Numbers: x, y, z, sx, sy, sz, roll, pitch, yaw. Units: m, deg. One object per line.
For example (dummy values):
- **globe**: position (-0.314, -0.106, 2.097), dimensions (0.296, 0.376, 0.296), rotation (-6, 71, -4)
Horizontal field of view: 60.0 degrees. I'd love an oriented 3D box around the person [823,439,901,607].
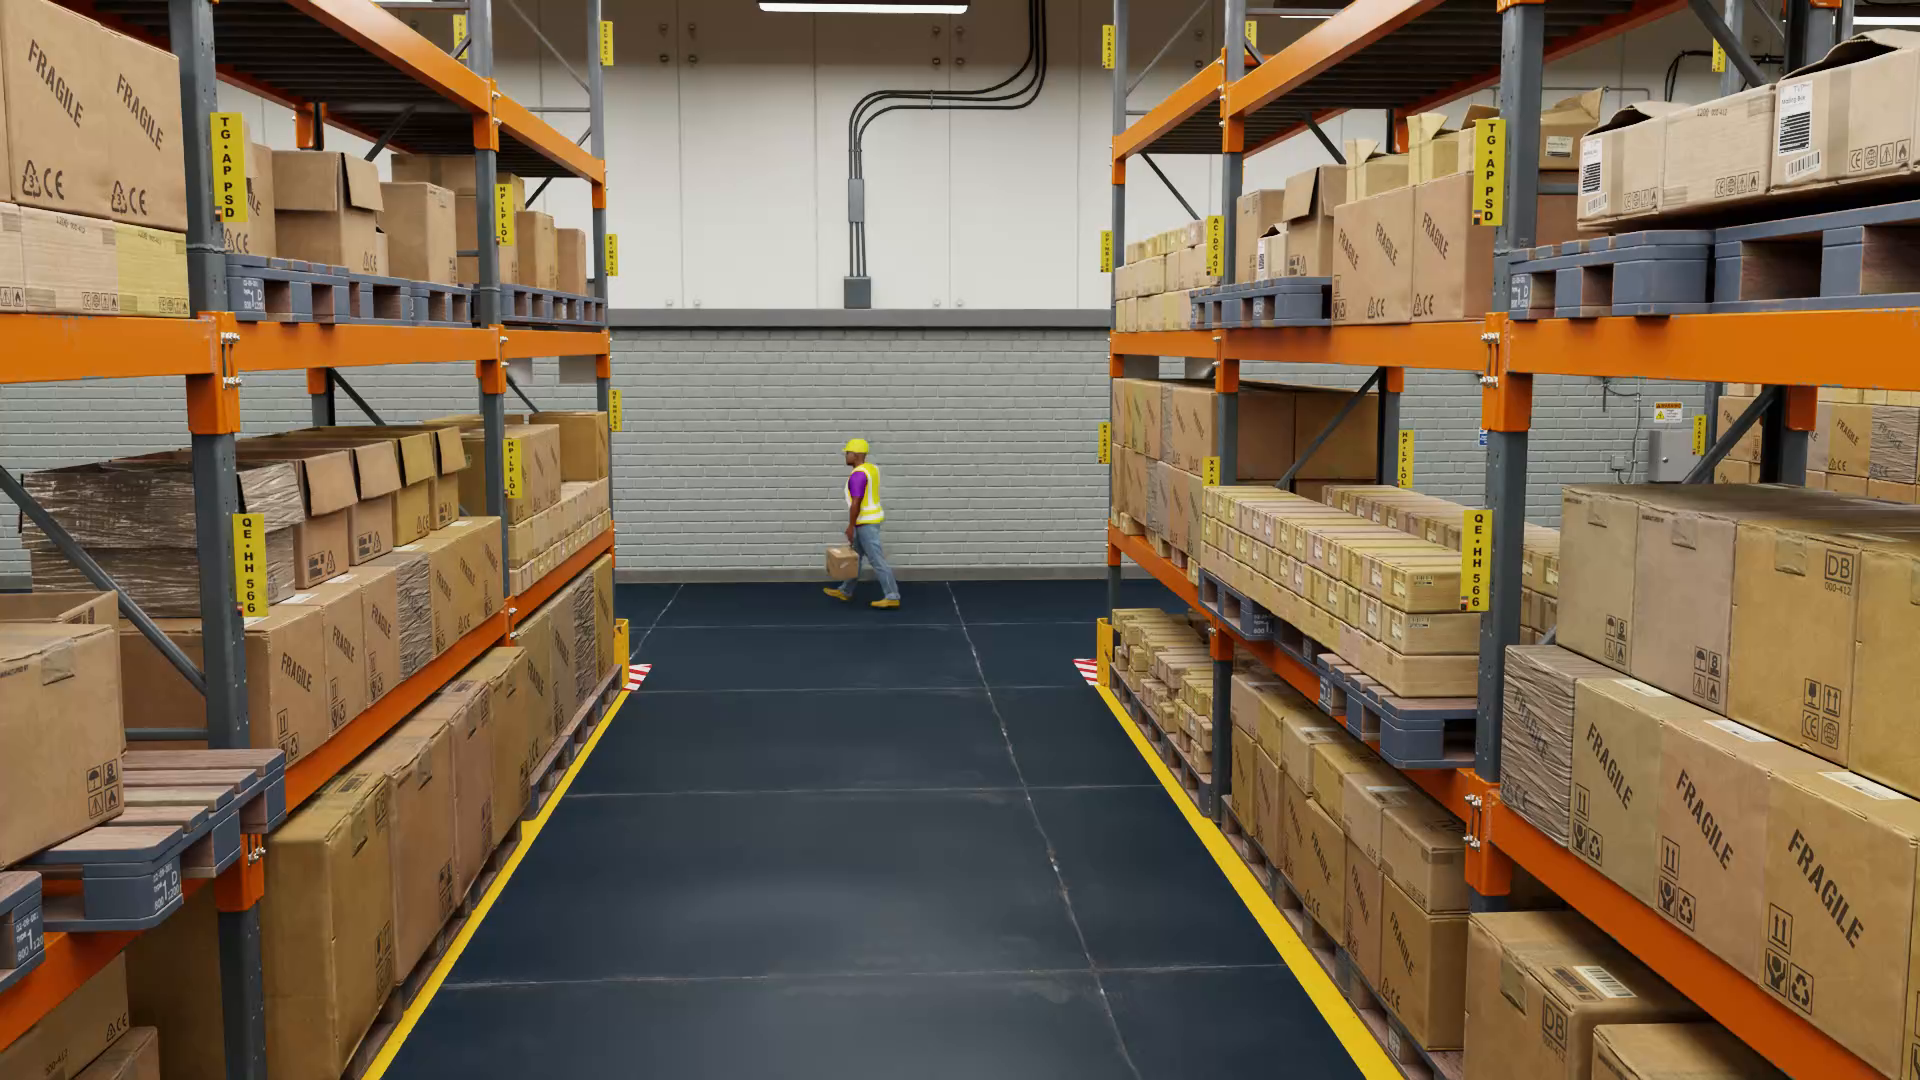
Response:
- **person**: position (-1.047, -0.182, 17.182), dimensions (0.901, 1.725, 0.602), rotation (1, 7, 11)
